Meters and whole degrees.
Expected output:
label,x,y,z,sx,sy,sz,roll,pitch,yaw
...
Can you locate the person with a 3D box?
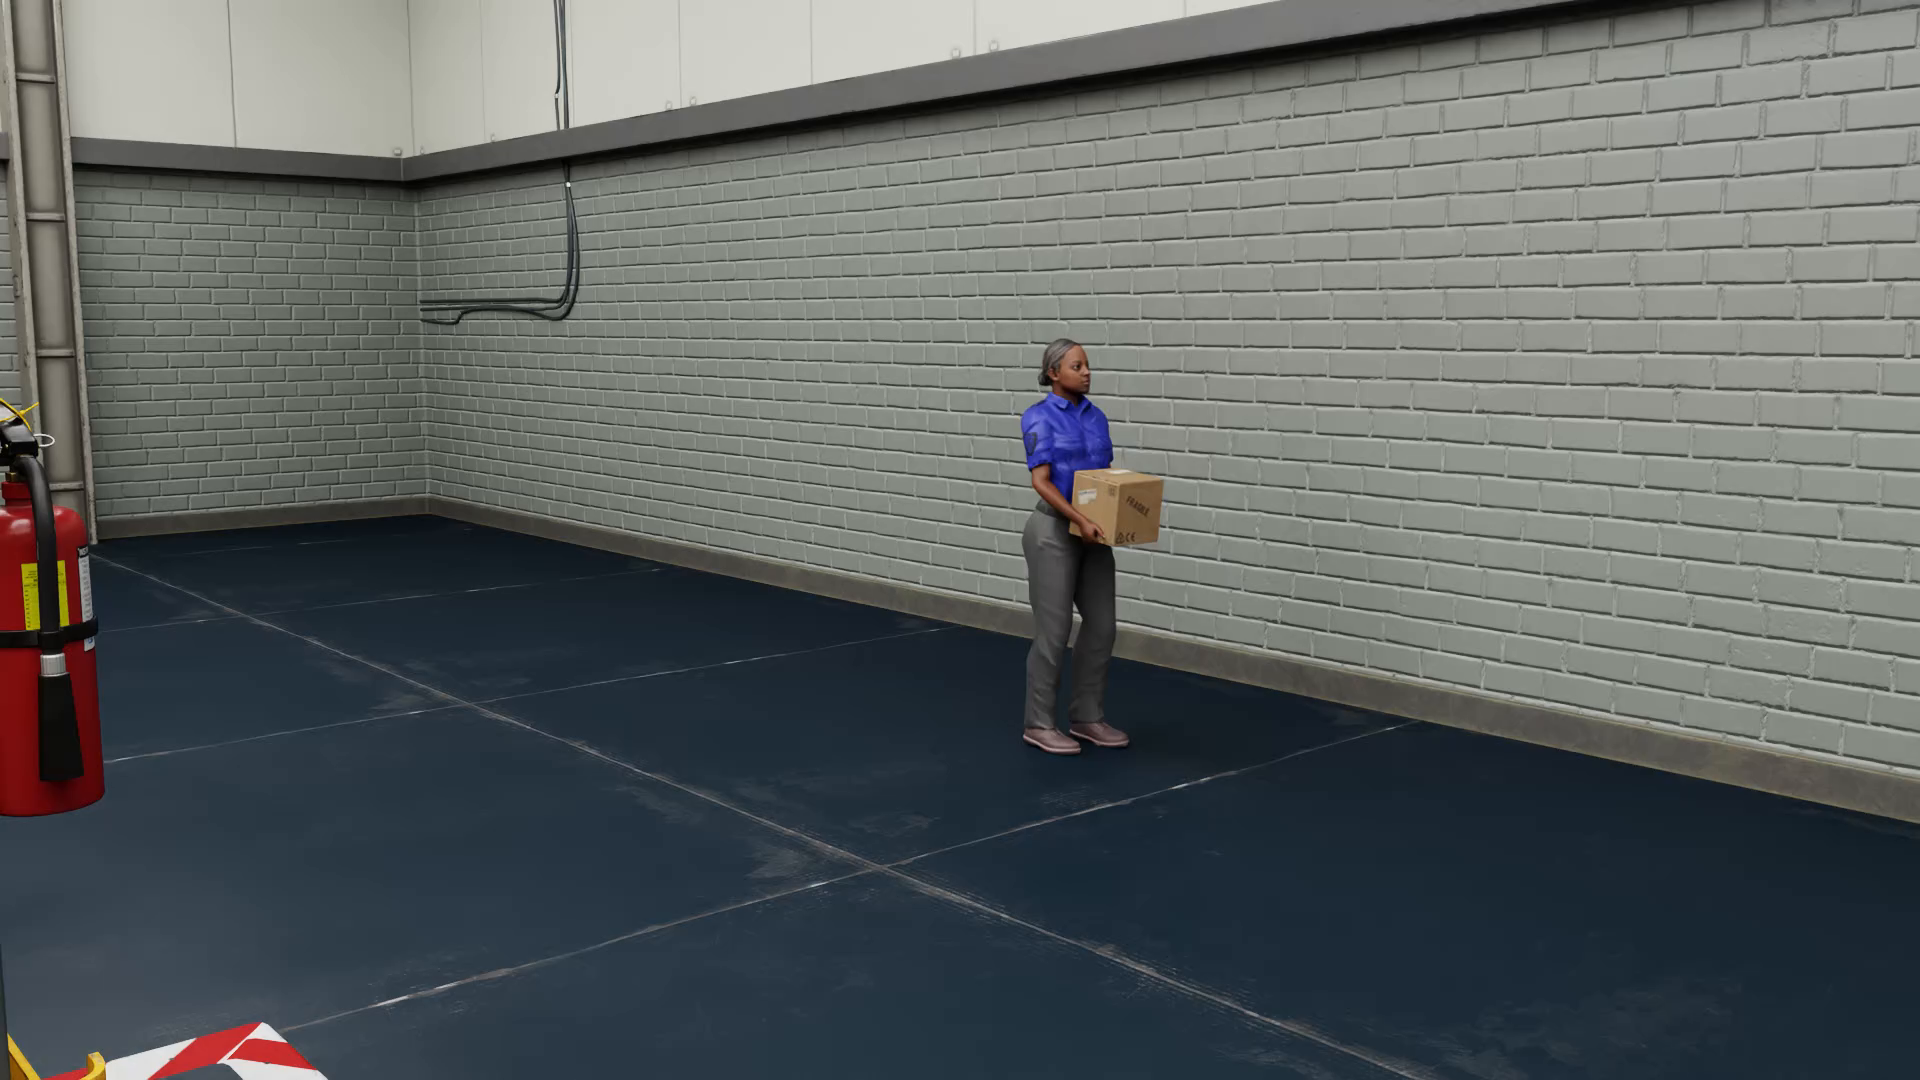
label,x,y,z,sx,sy,sz,roll,pitch,yaw
person,0.493,0.023,6.674,0.450,1.646,0.517,-6,10,-40
